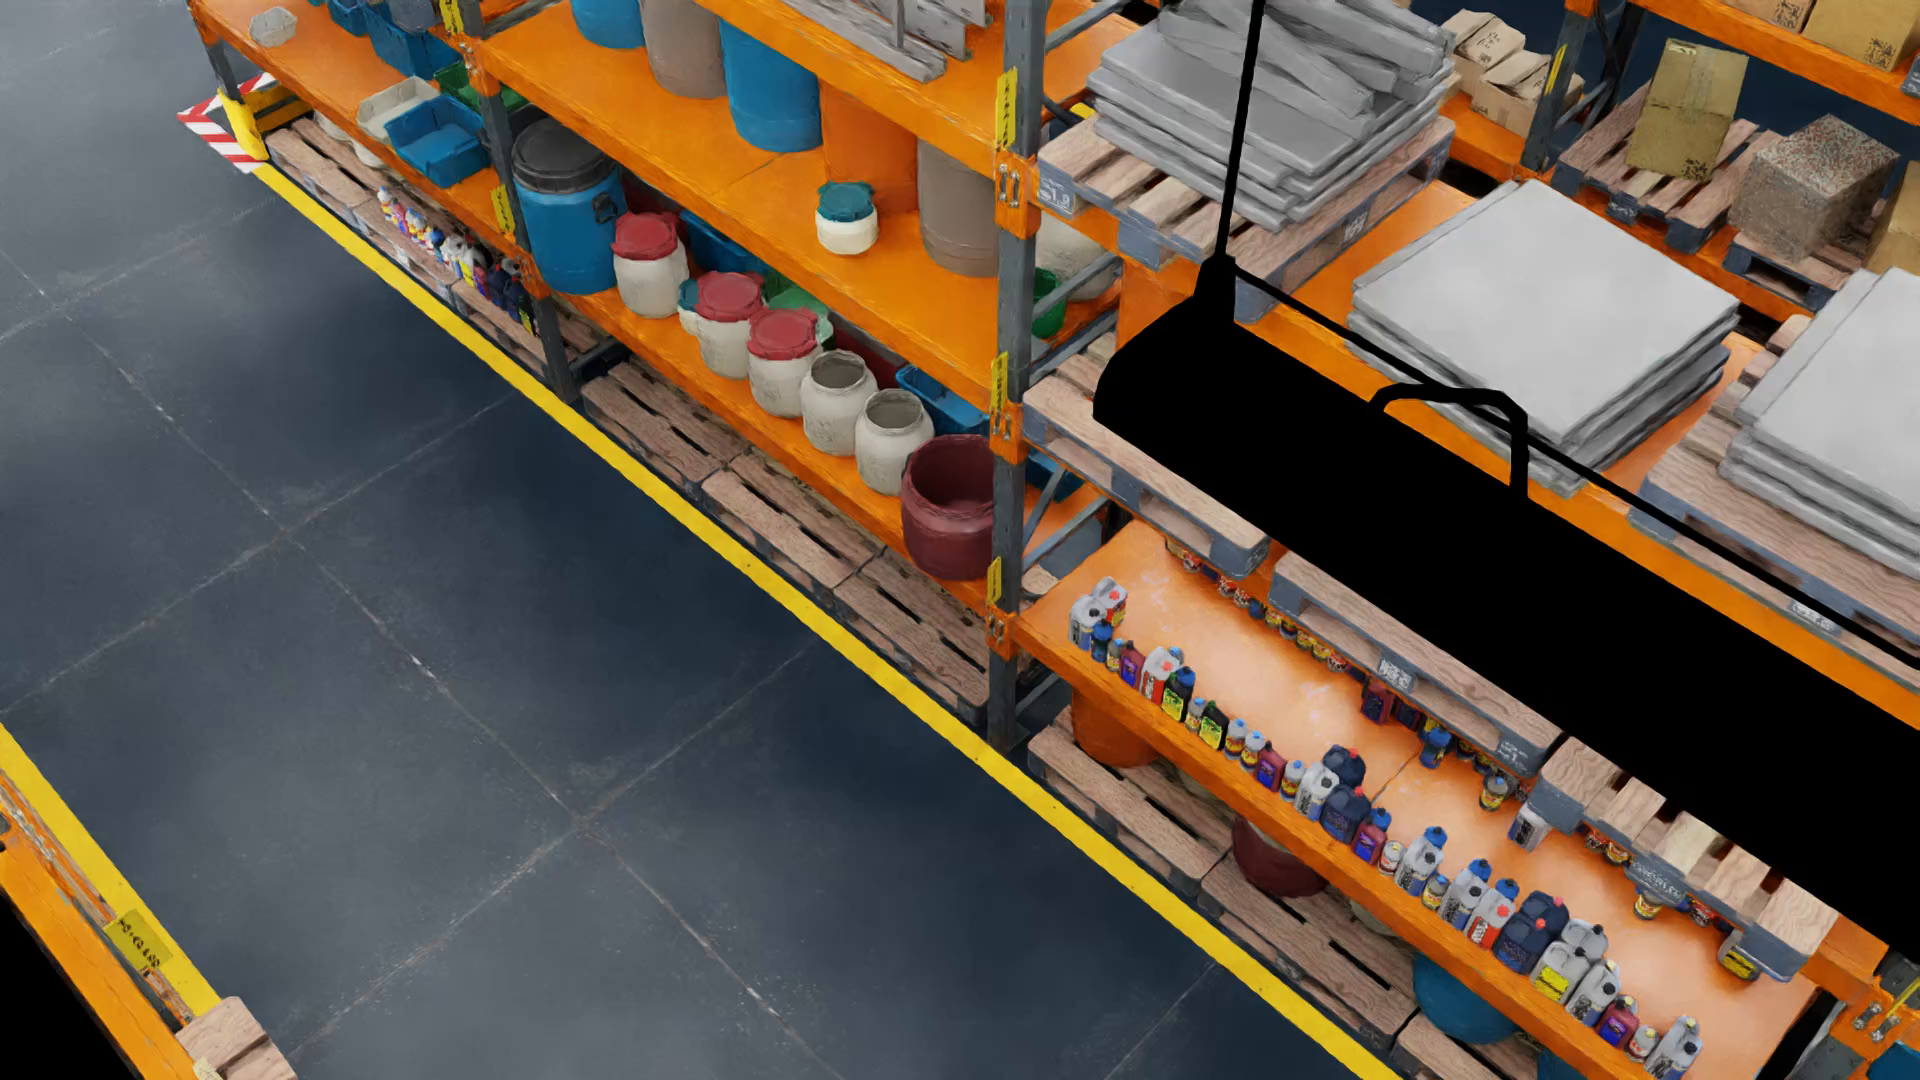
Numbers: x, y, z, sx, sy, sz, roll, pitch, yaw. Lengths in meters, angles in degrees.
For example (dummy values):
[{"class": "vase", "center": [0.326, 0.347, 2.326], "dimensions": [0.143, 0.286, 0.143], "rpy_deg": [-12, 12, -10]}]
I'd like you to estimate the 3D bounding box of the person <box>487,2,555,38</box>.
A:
[{"class": "person", "center": [-3.615, -4.557, 13.152], "dimensions": [0.827, 1.602, 0.621], "rpy_deg": [21, 53, 17]}]
